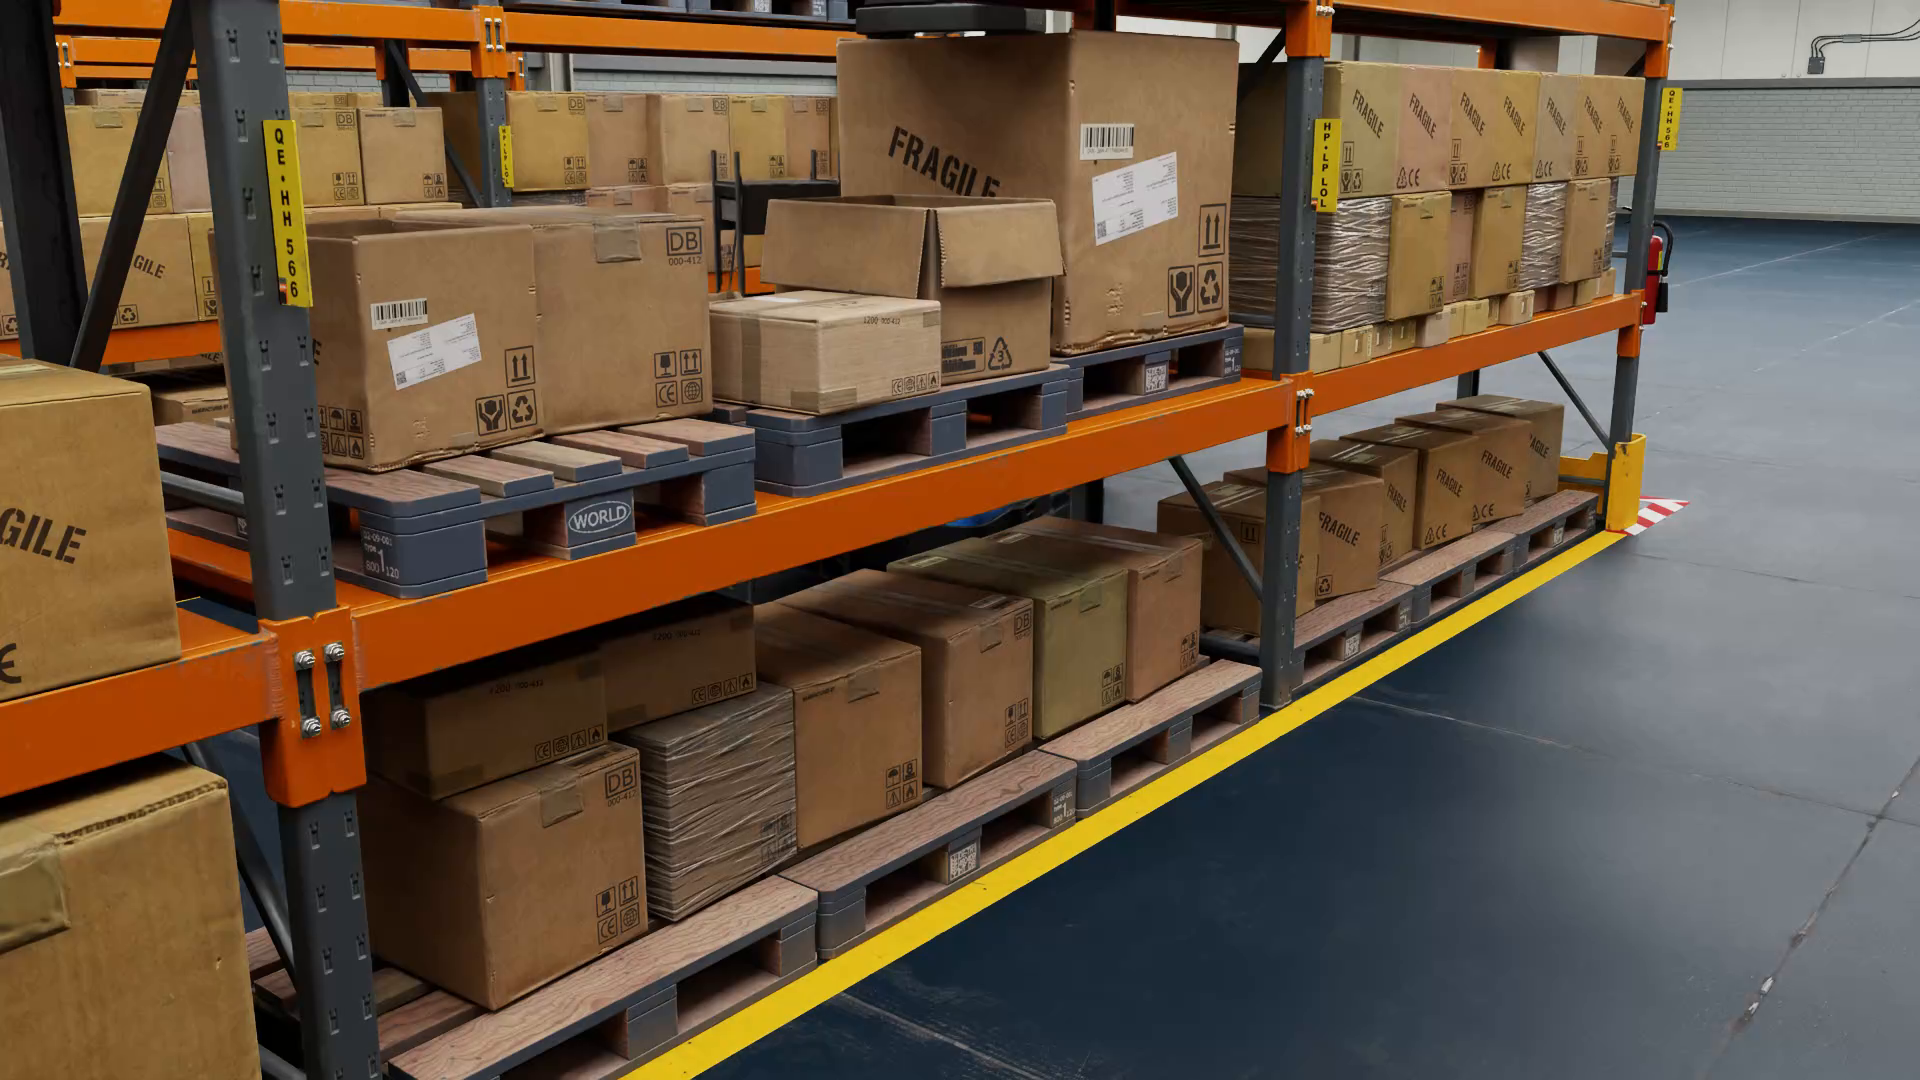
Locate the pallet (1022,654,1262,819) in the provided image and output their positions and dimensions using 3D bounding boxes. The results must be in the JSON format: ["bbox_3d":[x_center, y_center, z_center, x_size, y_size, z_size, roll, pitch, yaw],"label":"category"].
[{"bbox_3d":[0.394,0.630,6.214,1.003,0.211,1.213,11,18,38],"label":"pallet"}]

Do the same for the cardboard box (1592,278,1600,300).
[{"bbox_3d":[3.220,-1.381,8.976,0.380,0.149,0.250,11,18,38],"label":"cardboard box"}]

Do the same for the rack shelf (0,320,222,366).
[{"bbox_3d":[-4.169,-0.926,8.137,1.077,0.370,4.000,11,18,38],"label":"rack shelf"}]

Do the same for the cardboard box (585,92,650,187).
[{"bbox_3d":[-2.398,-2.442,10.147,0.875,0.550,0.550,11,18,38],"label":"cardboard box"}]

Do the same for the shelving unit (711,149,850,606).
[{"bbox_3d":[-0.841,-0.767,7.878,0.503,2.100,0.431,-6,16,-24],"label":"shelving unit"}]

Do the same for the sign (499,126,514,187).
[{"bbox_3d":[-2.484,-2.098,9.100,0.100,0.325,0.005,11,18,38],"label":"sign"}]

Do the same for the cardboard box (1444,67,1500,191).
[{"bbox_3d":[1.991,-1.786,7.225,0.500,0.500,0.500,11,18,38],"label":"cardboard box"}]

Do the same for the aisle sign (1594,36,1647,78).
[{"bbox_3d":[3.669,-2.862,9.018,0.394,0.787,0.004,11,18,38],"label":"aisle sign"}]

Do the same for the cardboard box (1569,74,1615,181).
[{"bbox_3d":[2.933,-2.074,8.356,0.500,0.500,0.500,11,18,38],"label":"cardboard box"}]

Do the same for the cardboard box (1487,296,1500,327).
[{"bbox_3d":[2.306,-1.088,7.823,0.380,0.149,0.250,11,18,38],"label":"cardboard box"}]

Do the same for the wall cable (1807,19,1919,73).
[{"bbox_3d":[19.796,-13.132,35.634,2.305,6.003,0.169,11,18,38],"label":"wall cable"}]

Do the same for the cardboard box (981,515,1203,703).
[{"bbox_3d":[0.480,0.242,6.262,0.700,0.500,0.500,10,17,33],"label":"cardboard box"}]

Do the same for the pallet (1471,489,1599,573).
[{"bbox_3d":[2.810,-0.121,9.169,1.003,0.211,1.213,11,18,38],"label":"pallet"}]

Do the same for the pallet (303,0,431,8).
[{"bbox_3d":[-3.450,-2.836,8.489,0.805,0.209,1.217,10,18,35],"label":"pallet"}]

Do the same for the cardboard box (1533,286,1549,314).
[{"bbox_3d":[2.745,-1.238,8.414,0.380,0.149,0.250,11,18,38],"label":"cardboard box"}]

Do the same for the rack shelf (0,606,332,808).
[{"bbox_3d":[-2.889,0.627,2.024,1.077,0.370,4.000,11,18,38],"label":"rack shelf"}]

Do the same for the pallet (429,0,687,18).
[{"bbox_3d":[-2.390,-3.224,9.808,1.003,0.211,1.213,11,18,38],"label":"pallet"}]

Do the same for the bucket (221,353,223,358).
[{"bbox_3d":[-4.620,-1.191,11.279,0.620,0.611,0.726,-19,22,-27],"label":"bucket"}]

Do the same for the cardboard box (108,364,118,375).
[{"bbox_3d":[-6.663,-1.430,13.391,0.500,0.250,0.500,12,19,40],"label":"cardboard box"}]

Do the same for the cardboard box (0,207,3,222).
[{"bbox_3d":[-4.499,-1.705,7.508,0.700,0.500,0.500,11,18,37],"label":"cardboard box"}]

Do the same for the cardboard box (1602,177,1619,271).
[{"bbox_3d":[3.029,-1.728,9.027,0.875,0.500,0.500,11,18,38],"label":"cardboard box"}]

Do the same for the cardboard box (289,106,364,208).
[{"bbox_3d":[-3.541,-1.996,8.654,0.700,0.500,0.500,11,18,37],"label":"cardboard box"}]

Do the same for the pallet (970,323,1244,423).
[{"bbox_3d":[0.289,-0.654,5.994,1.003,0.211,1.213,11,18,38],"label":"pallet"}]

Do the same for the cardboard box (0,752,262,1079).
[{"bbox_3d":[-2.082,0.850,3.145,1.225,0.875,0.875,10,17,35],"label":"cardboard box"}]

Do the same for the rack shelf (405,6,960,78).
[{"bbox_3d":[-1.655,-3.146,10.783,1.077,0.370,4.000,11,18,38],"label":"rack shelf"}]

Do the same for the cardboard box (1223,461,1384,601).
[{"bbox_3d":[1.519,-0.044,7.428,0.500,0.500,0.500,-9,17,-32],"label":"cardboard box"}]

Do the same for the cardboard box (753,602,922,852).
[{"bbox_3d":[-0.537,0.544,5.071,0.700,0.500,0.500,13,19,42],"label":"cardboard box"}]

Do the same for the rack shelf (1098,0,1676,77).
[{"bbox_3d":[2.139,-2.359,7.685,1.077,0.370,4.000,11,18,38],"label":"rack shelf"}]

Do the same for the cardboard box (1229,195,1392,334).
[{"bbox_3d":[1.213,-1.140,6.711,0.875,0.500,0.500,11,18,38],"label":"cardboard box"}]

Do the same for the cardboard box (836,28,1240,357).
[{"bbox_3d":[0.274,-1.235,5.819,1.000,1.000,1.000,11,18,38],"label":"cardboard box"}]

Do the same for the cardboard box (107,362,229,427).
[{"bbox_3d":[-3.842,-0.454,8.534,1.050,0.750,0.750,11,18,38],"label":"cardboard box"}]

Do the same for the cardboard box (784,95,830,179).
[{"bbox_3d":[-1.393,-2.749,11.354,0.875,0.550,0.550,11,18,38],"label":"cardboard box"}]

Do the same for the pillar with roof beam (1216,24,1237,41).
[{"bbox_3d":[9.119,-10.782,33.287,9.100,9.000,0.400,11,18,38],"label":"pillar with roof beam"}]

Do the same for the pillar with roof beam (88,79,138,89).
[{"bbox_3d":[-5.965,-6.185,15.194,9.100,9.000,0.400,11,18,38],"label":"pillar with roof beam"}]

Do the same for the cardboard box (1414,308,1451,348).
[{"bbox_3d":[1.893,-0.932,7.212,0.380,0.149,0.250,11,18,38],"label":"cardboard box"}]

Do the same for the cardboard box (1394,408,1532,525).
[{"bbox_3d":[2.642,-0.392,8.798,0.500,0.500,0.500,-10,17,-35],"label":"cardboard box"}]

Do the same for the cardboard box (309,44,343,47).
[{"bbox_3d":[-5.249,-4.090,13.548,0.380,0.149,0.250,11,18,37],"label":"cardboard box"}]

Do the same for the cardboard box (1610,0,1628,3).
[{"bbox_3d":[2.979,-2.790,8.227,0.500,0.250,0.500,11,18,38],"label":"cardboard box"}]

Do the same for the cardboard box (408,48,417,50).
[{"bbox_3d":[-4.854,-4.254,14.195,0.380,0.149,0.250,11,18,38],"label":"cardboard box"}]

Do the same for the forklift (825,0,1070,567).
[{"bbox_3d":[0.157,-1.567,9.338,1.130,2.935,3.031,5,15,20],"label":"forklift"}]

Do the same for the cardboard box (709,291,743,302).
[{"bbox_3d":[-0.794,-0.604,4.829,0.396,0.266,0.258,11,18,36],"label":"cardboard box"}]

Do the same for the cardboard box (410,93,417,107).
[{"bbox_3d":[-4.787,-3.620,14.443,0.700,0.500,0.500,11,18,38],"label":"cardboard box"}]

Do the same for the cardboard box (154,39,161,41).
[{"bbox_3d":[-6.161,-3.864,12.660,0.380,0.149,0.250,11,18,38],"label":"cardboard box"}]

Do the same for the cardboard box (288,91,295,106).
[{"bbox_3d":[-5.706,-3.319,13.256,0.700,0.500,0.500,11,18,36],"label":"cardboard box"}]

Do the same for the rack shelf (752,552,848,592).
[{"bbox_3d":[-0.841,-0.075,8.053,0.480,0.518,0.431,-6,16,-24],"label":"rack shelf"}]

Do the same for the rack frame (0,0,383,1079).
[{"bbox_3d":[-1.632,-0.105,3.443,1.000,3.000,0.127,11,18,38],"label":"rack frame"}]

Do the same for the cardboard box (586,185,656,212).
[{"bbox_3d":[-2.361,-1.912,10.251,0.875,0.550,0.550,11,18,38],"label":"cardboard box"}]

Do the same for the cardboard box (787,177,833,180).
[{"bbox_3d":[-1.374,-2.222,11.472,0.875,0.550,0.550,11,18,38],"label":"cardboard box"}]

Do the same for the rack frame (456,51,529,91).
[{"bbox_3d":[-4.312,-3.170,15.511,1.000,3.000,0.127,11,18,38],"label":"rack frame"}]

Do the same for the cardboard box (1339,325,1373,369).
[{"bbox_3d":[1.419,-0.789,6.649,0.380,0.149,0.250,11,18,38],"label":"cardboard box"}]

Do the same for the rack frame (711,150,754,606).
[{"bbox_3d":[-1.064,-0.742,7.780,0.015,2.100,0.400,-6,16,-24],"label":"rack frame"}]

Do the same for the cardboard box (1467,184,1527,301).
[{"bbox_3d":[2.137,-1.431,7.856,0.875,0.500,0.500,11,18,38],"label":"cardboard box"}]

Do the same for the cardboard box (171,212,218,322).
[{"bbox_3d":[-3.667,-1.371,8.225,0.500,0.500,0.500,11,18,38],"label":"cardboard box"}]
